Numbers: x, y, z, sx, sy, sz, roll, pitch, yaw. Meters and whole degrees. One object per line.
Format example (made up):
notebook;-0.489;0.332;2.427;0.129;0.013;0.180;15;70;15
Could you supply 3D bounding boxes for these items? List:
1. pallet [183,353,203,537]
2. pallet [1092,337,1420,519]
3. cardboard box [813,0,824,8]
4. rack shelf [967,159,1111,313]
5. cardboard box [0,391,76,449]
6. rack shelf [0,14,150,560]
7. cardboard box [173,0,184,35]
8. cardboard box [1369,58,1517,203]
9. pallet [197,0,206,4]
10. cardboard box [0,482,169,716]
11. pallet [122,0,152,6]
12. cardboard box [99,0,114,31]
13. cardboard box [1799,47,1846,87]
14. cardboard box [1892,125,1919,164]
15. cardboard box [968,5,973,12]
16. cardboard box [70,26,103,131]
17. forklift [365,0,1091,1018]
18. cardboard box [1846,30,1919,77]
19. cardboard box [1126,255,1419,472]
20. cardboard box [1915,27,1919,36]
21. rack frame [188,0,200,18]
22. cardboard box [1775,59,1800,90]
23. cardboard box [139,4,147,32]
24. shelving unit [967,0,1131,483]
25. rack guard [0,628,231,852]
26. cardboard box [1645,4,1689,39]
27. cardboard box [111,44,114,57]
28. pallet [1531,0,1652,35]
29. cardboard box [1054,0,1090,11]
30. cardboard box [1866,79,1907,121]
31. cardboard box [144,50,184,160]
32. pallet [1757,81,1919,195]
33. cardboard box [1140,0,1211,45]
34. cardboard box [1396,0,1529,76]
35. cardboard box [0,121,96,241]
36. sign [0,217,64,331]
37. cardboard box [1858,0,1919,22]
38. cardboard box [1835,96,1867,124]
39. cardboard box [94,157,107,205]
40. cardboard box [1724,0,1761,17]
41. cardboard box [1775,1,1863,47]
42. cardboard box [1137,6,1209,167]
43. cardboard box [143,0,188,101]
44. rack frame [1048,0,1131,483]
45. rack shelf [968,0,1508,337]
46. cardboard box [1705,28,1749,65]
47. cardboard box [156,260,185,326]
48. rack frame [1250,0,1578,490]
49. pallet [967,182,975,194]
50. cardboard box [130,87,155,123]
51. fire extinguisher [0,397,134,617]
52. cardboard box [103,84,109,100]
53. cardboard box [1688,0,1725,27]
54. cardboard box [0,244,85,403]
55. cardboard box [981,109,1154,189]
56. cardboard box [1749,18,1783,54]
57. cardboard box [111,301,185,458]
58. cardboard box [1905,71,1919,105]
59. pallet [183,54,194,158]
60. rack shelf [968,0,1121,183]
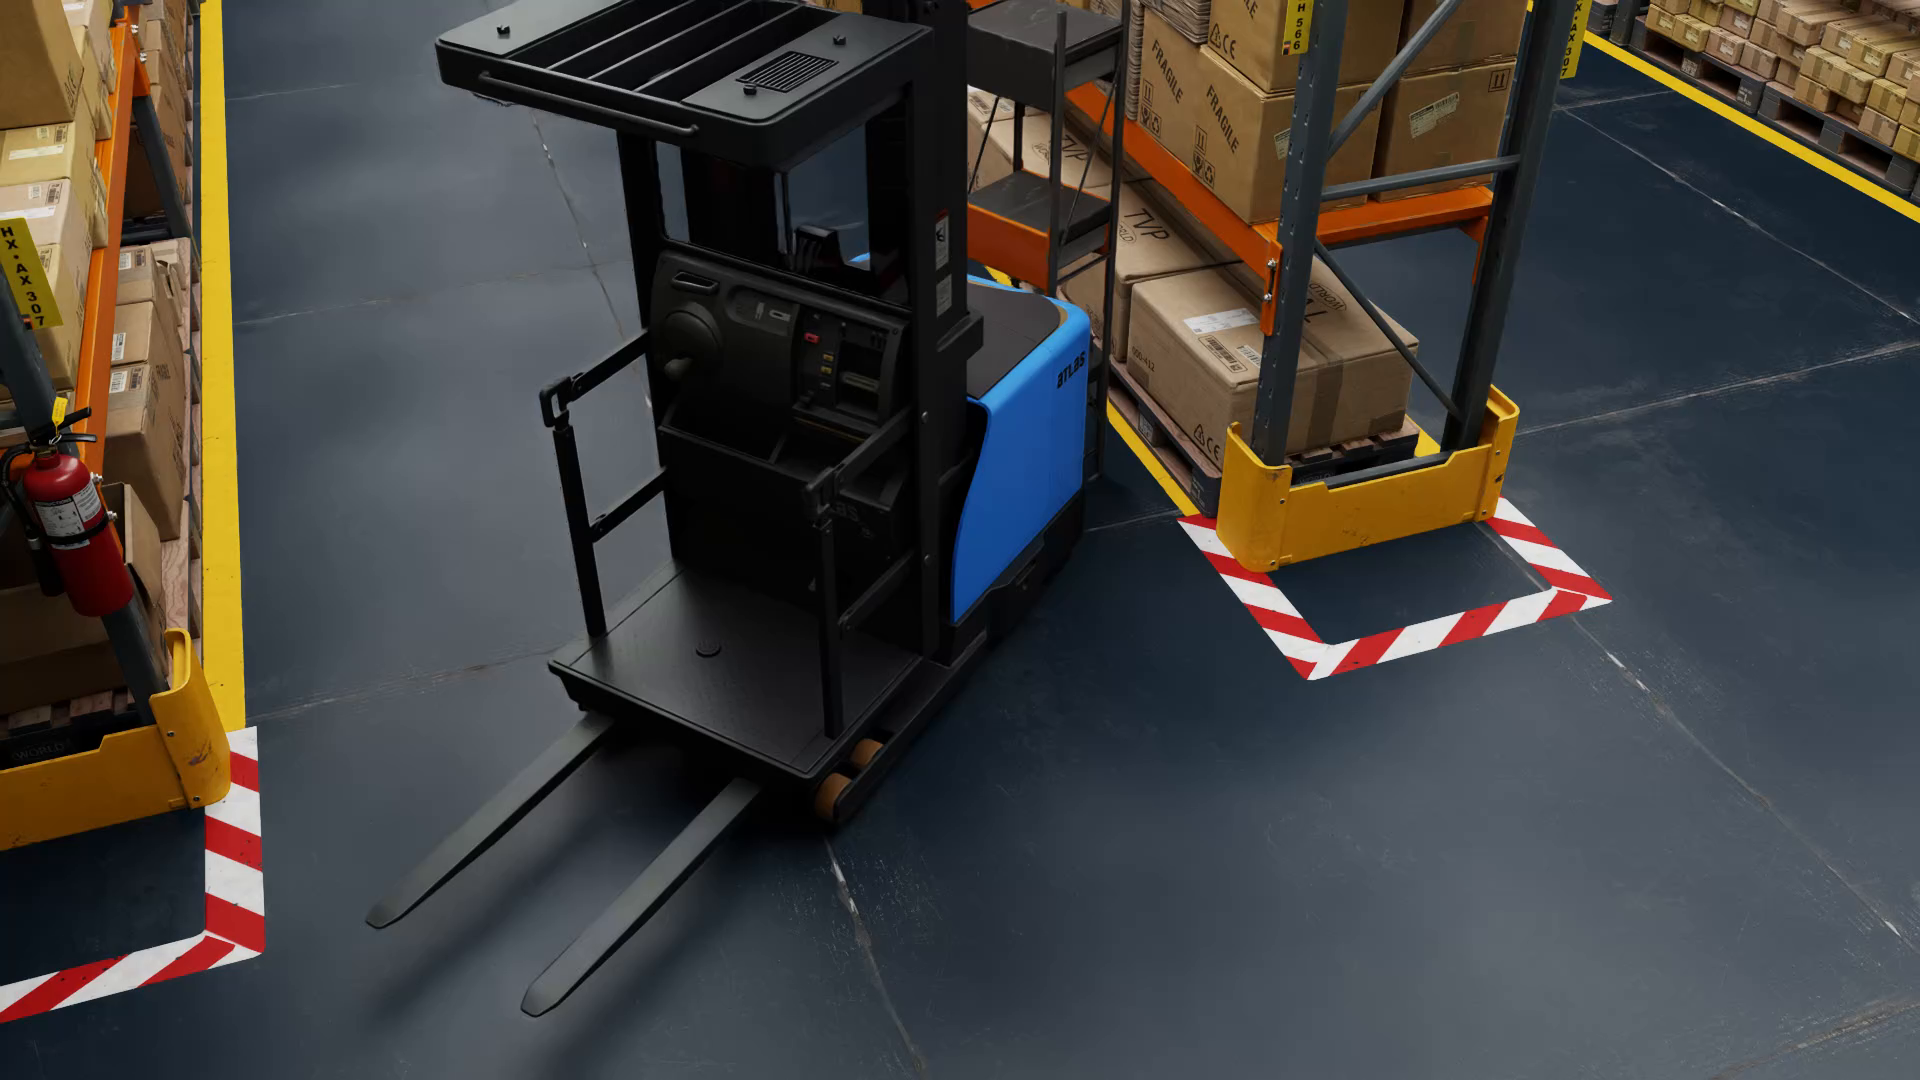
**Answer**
pallet;-3.752;-0.325;7.006;1.003;0.211;1.213;-12;39;-16
pallet;1.277;-0.609;7.383;1.003;0.211;1.213;-12;39;-16
cardboard box;-0.665;-4.213;11.267;0.875;0.875;0.875;-12;39;-15
rack shelf;0.288;-1.121;6.515;0.480;0.518;0.431;28;45;32
cardboard box;-2.890;-0.399;4.996;0.380;0.149;0.250;-13;39;-16
rack shelf;-3.722;-1.100;6.315;1.077;0.370;4.000;-12;39;-16
cardboard box;-5.277;-3.467;10.588;0.500;0.500;0.500;-13;39;-17
cardboard box;1.730;-1.658;6.374;0.500;0.500;0.500;-13;39;-16
pallet;-6.034;-4.136;12.065;1.003;0.211;1.213;-12;39;-16
cardboard box;-3.156;0.207;5.708;0.797;0.503;0.637;-14;39;-18
pallet;-4.583;-2.914;8.285;1.003;0.211;1.213;-12;39;-16
cardboard box;-4.006;-2.339;7.239;0.500;0.250;0.500;-11;38;-15
cardboard box;5.165;-2.782;9.723;0.380;0.149;0.250;-13;39;-16
cardboard box;5.424;-2.212;9.213;0.380;0.149;0.250;-14;39;-18
cardboard box;-0.040;-3.199;9.921;0.875;0.875;0.875;-11;38;-15
cardboard box;-3.661;-1.774;6.490;0.500;0.250;0.500;-13;39;-16
forklift;-0.691;-0.552;5.046;1.130;2.935;3.031;20;41;24
cardboard box;5.299;-2.770;9.460;0.380;0.149;0.250;-12;39;-16
cardboard box;1.304;-0.784;7.078;0.875;0.438;0.875;-14;39;-17
cardboard box;5.729;-2.864;9.585;0.380;0.149;0.250;-12;39;-16
rack frame;-5.787;-4.777;10.598;1.000;3.000;0.127;-12;39;-16
cardboard box;5.171;-2.828;10.031;0.380;0.149;0.250;-14;39;-18
cardboard box;-4.792;-2.928;9.333;0.380;0.149;0.250;-11;38;-14
shelving unit;0.288;-1.132;6.507;0.503;2.100;0.431;28;45;32
rack guard;-3.060;0.698;5.408;1.175;0.500;0.348;-12;39;-16
cardboard box;4.685;-3.386;10.772;0.380;0.149;0.250;-14;39;-18
cardboard box;-3.954;-2.146;7.315;0.380;0.149;0.250;-11;38;-15
pallet;4.592;-3.954;11.824;1.003;0.211;1.213;-12;39;-16
cardboard box;0.676;-2.409;7.372;0.500;0.500;0.500;-11;38;-15
cardboard box;5.347;-2.488;9.333;0.380;0.149;0.250;-11;38;-14
cardboard box;-4.558;-2.305;9.045;0.500;0.500;0.500;-13;39;-17
pallet;5.550;-2.452;9.830;1.003;0.211;1.213;-12;39;-16
cardboard box;1.028;-2.239;6.315;0.500;0.500;0.500;-12;39;-16
cardboard box;1.727;-2.057;6.073;0.500;0.500;0.500;-13;39;-17
cardboard box;-3.288;-1.199;5.726;0.500;0.250;0.500;-13;39;-17
sign;-2.525;-0.716;4.487;0.100;0.325;0.005;-12;39;-16
cardboard box;5.642;-3.176;10.000;0.380;0.149;0.250;-14;39;-18
cardboard box;5.332;-2.528;9.634;0.380;0.149;0.250;-11;38;-15
cardboard box;-3.396;-1.282;6.168;0.380;0.149;0.250;-12;39;-15
cardboard box;4.958;-3.357;10.240;0.380;0.149;0.250;-13;39;-17
cardboard box;5.080;-3.054;9.837;0.380;0.149;0.250;-12;39;-15
cardboard box;1.052;-1.831;6.605;0.500;0.500;0.500;-13;39;-17
cardboard box;-4.898;-2.882;9.812;0.500;0.500;0.500;-14;39;-18
rack frame;0.470;-1.035;6.376;0.015;2.100;0.400;28;45;32
rack shelf;0.937;-2.130;7.682;1.077;0.370;4.000;-12;39;-16
cardboard box;4.911;-3.105;10.400;0.380;0.149;0.250;-13;39;-16
cardboard box;-3.820;-1.137;7.690;0.396;0.266;0.258;-11;38;-14
rack frame;1.625;-1.287;5.966;1.000;3.000;0.127;-12;39;-16
pallet;0.437;-1.987;9.213;1.003;0.211;1.213;-12;39;-16
cardboard box;-4.284;-2.203;8.371;0.380;0.149;0.250;-11;38;-14
fire extinguisher;-2.549;-0.090;4.751;0.296;0.674;0.183;-12;39;-16
cardboard box;-3.777;-1.851;6.922;0.380;0.149;0.250;-11;38;-15
cardboard box;4.857;-3.381;10.519;0.380;0.149;0.250;-12;39;-16
cardboard box;-2.937;-0.628;4.968;0.500;0.250;0.500;-12;39;-16
cardboard box;0.673;-1.809;8.438;0.875;0.438;0.875;-14;39;-17
cardboard box;5.065;-3.098;10.143;0.380;0.149;0.250;-14;39;-18
cardboard box;-3.501;-0.602;6.785;0.500;0.500;0.500;-12;39;-15
cardboard box;5.403;-2.456;9.043;0.380;0.149;0.250;-11;38;-14
pallet;-5.150;-2.545;9.953;1.003;0.211;1.213;-12;39;-16
rack shelf;0.287;-1.681;6.095;0.480;0.518;0.431;28;45;32
